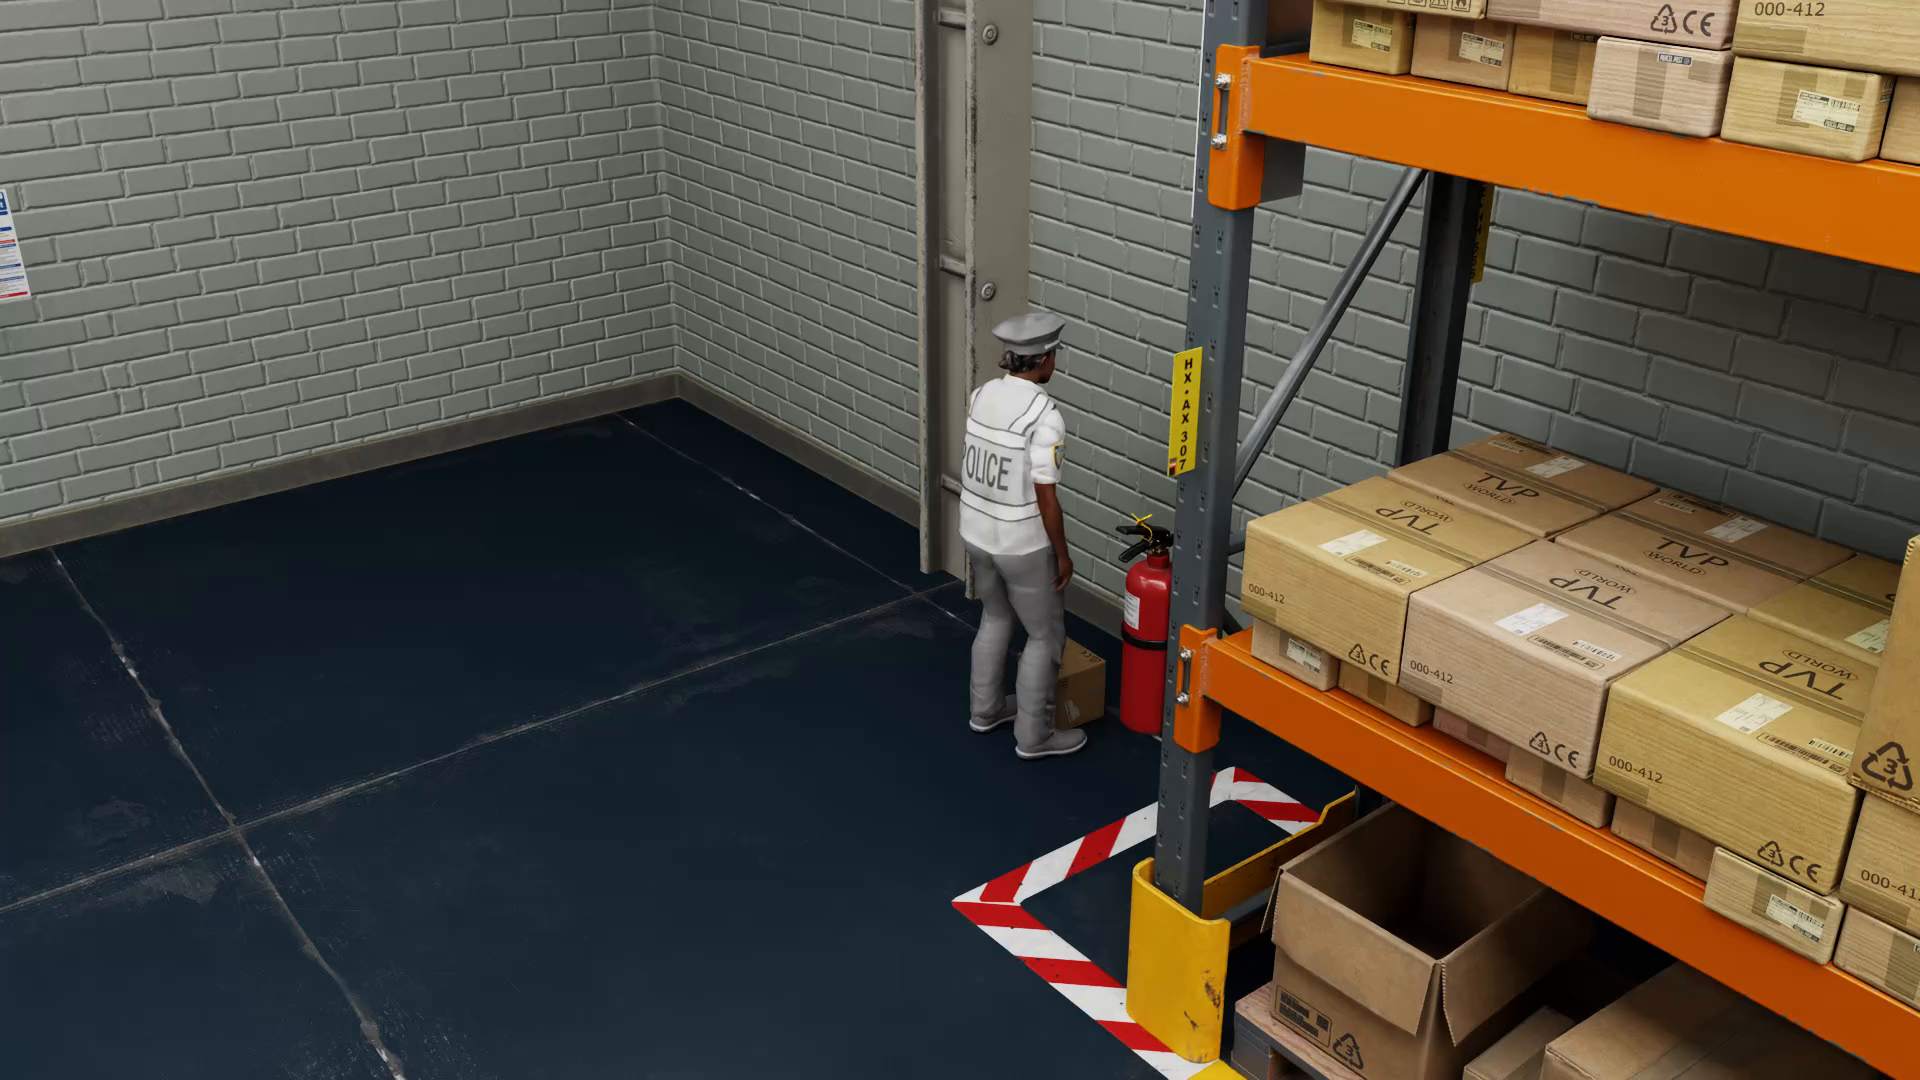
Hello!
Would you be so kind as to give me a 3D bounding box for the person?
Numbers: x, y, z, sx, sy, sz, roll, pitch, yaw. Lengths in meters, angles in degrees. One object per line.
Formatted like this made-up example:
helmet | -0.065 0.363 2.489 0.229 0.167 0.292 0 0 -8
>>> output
person | 0.219 0.001 6.107 0.393 1.657 0.507 -19 31 -36
